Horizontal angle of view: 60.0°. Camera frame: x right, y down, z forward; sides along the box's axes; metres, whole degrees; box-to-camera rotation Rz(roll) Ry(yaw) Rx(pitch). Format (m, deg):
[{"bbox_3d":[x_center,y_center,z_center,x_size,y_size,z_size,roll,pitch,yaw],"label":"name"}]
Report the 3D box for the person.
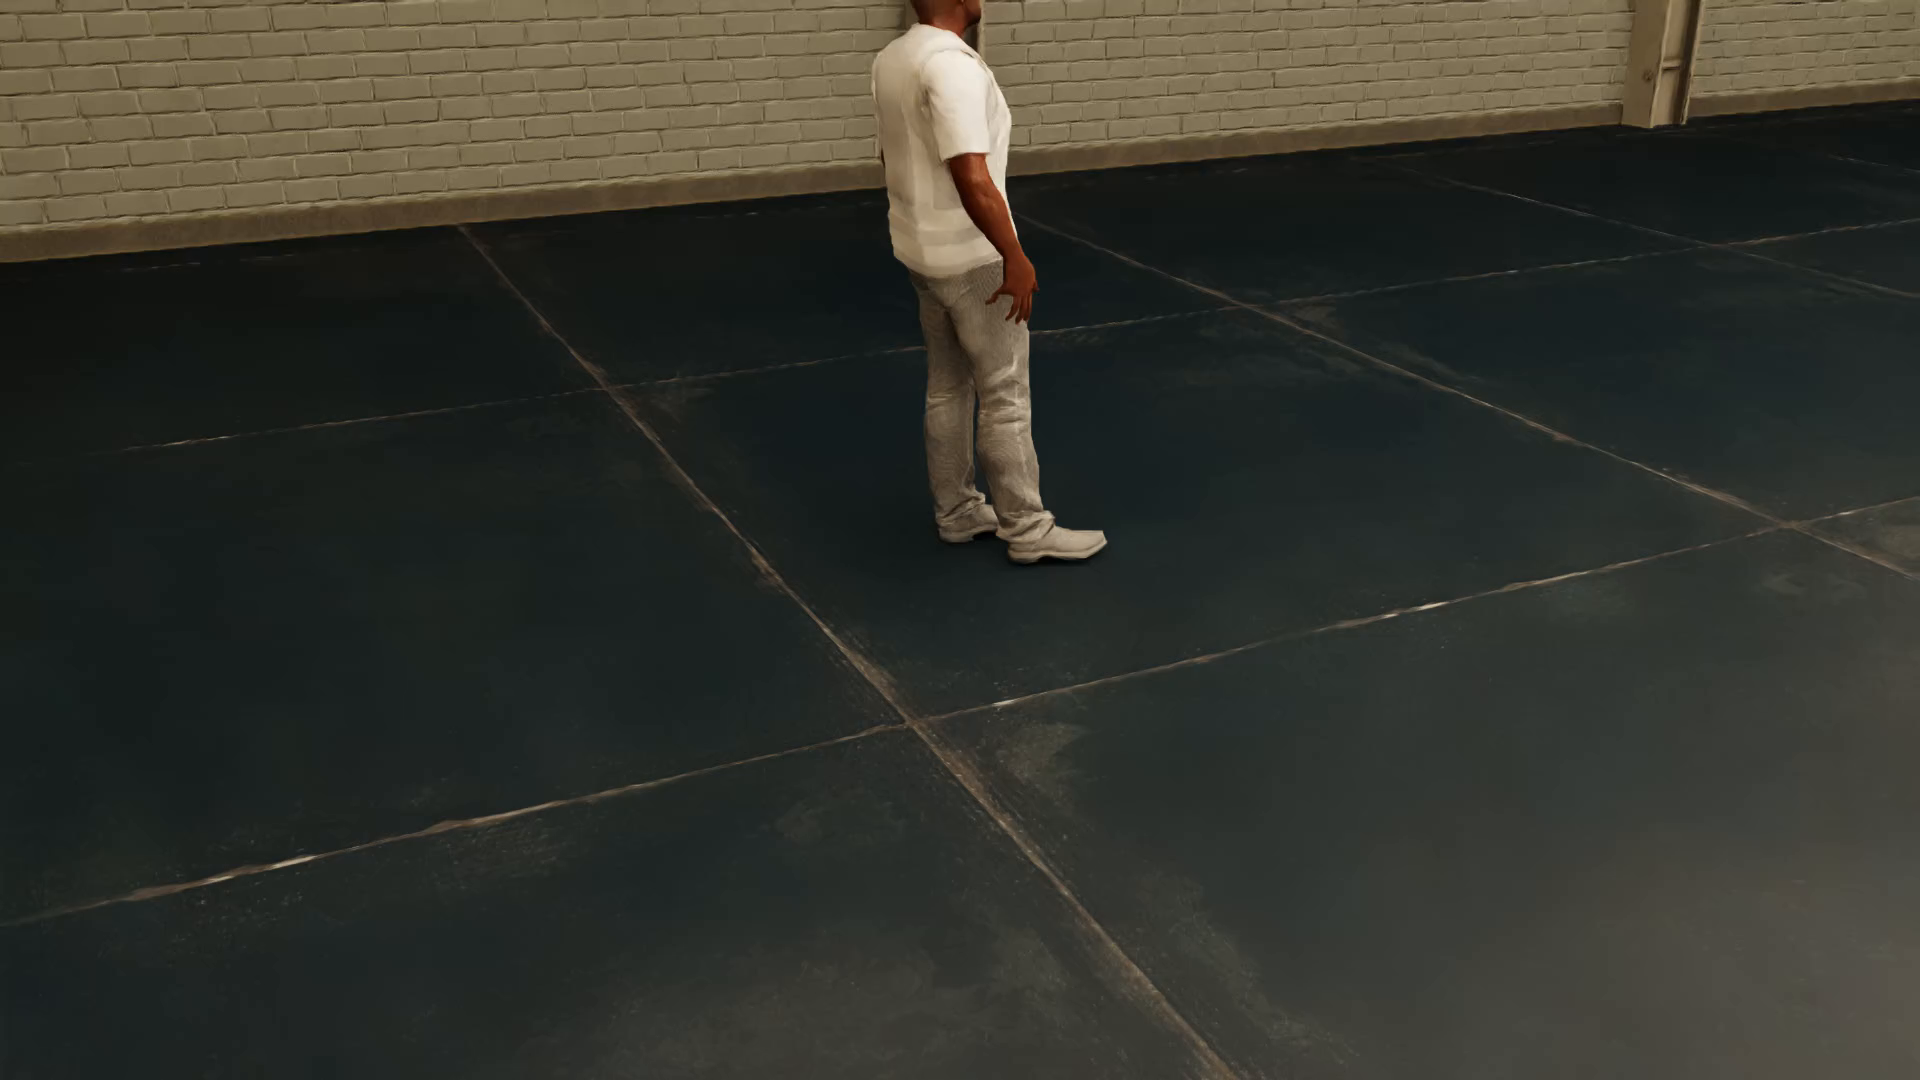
[{"bbox_3d":[0.065,-0.831,4.788,0.576,1.766,0.665,-10,25,-23],"label":"person"}]
